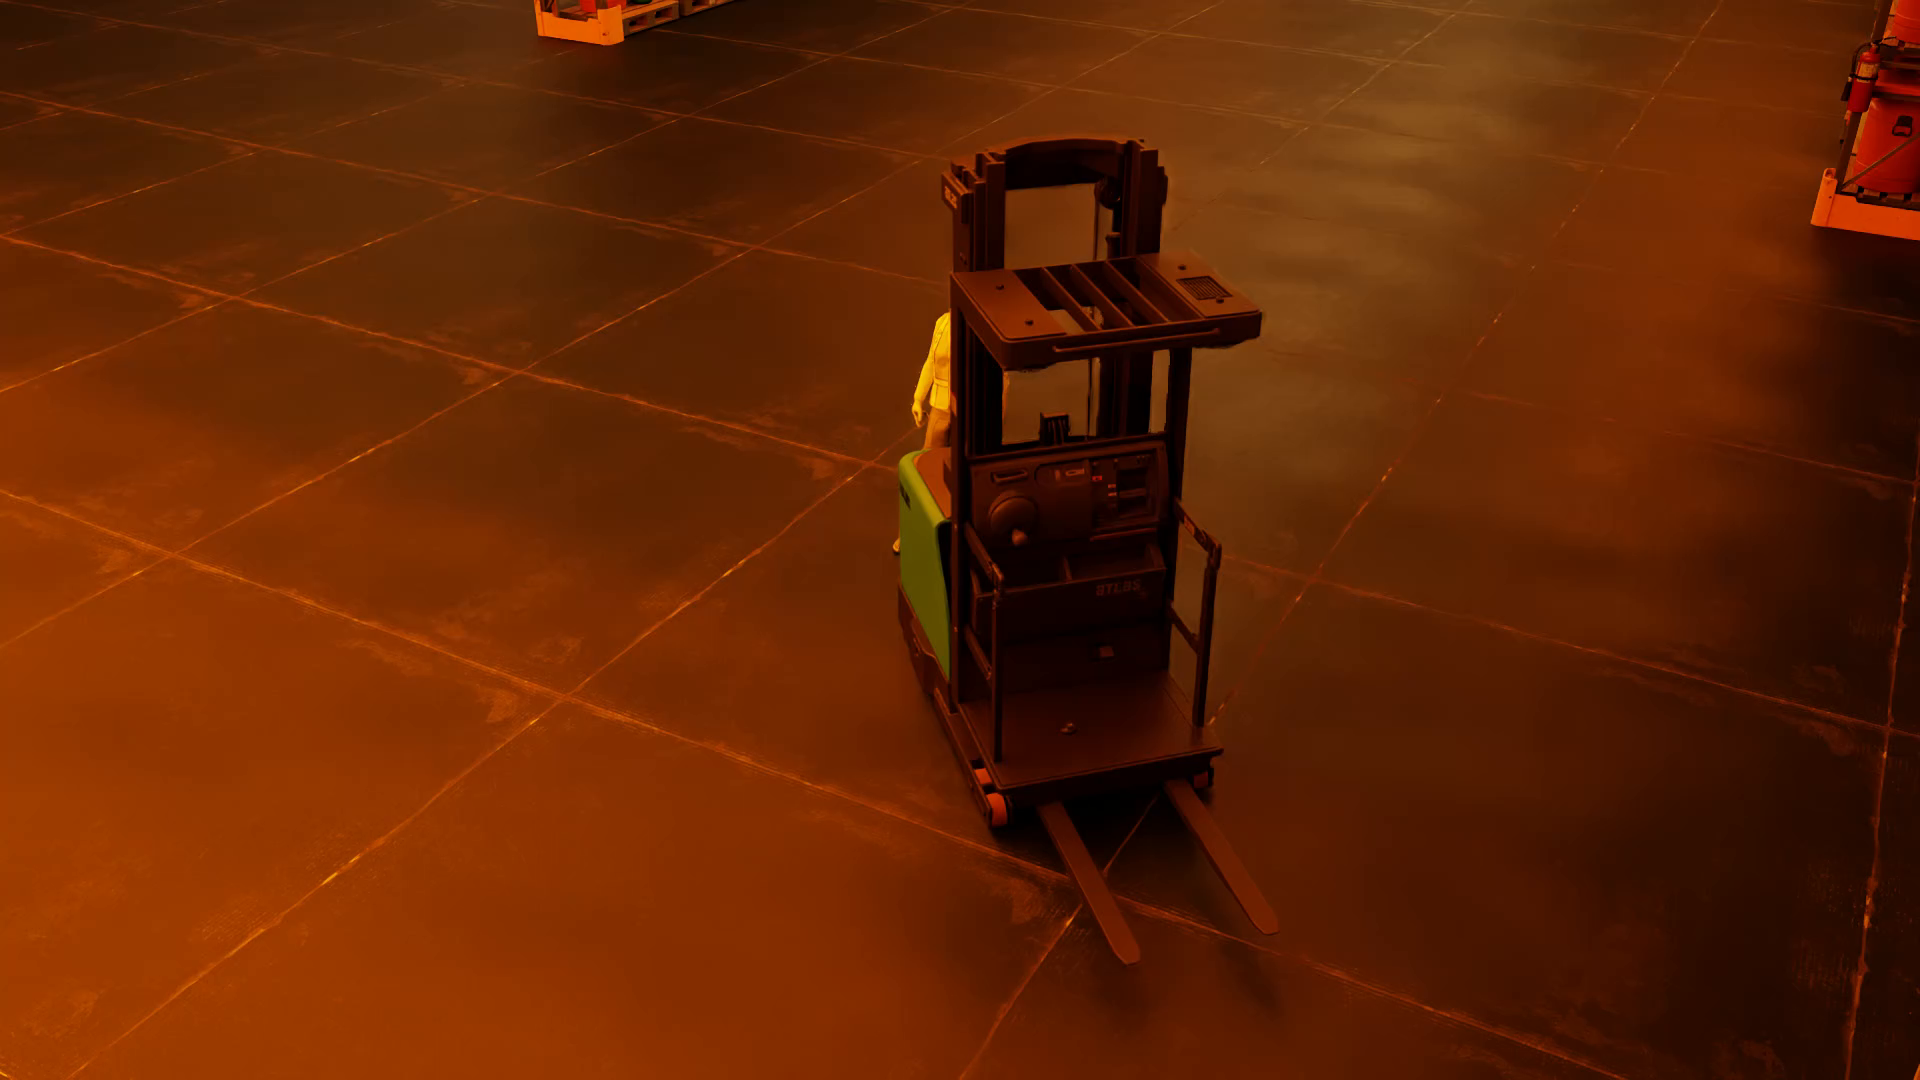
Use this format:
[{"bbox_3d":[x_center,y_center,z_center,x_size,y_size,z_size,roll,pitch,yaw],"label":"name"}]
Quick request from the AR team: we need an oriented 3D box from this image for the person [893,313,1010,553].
[{"bbox_3d":[-0.039,-0.706,9.521,0.595,1.692,0.517,15,33,25],"label":"person"}]

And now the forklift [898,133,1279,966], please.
[{"bbox_3d":[0.564,-0.157,7.342,1.130,2.935,3.031,-8,31,-14],"label":"forklift"}]
